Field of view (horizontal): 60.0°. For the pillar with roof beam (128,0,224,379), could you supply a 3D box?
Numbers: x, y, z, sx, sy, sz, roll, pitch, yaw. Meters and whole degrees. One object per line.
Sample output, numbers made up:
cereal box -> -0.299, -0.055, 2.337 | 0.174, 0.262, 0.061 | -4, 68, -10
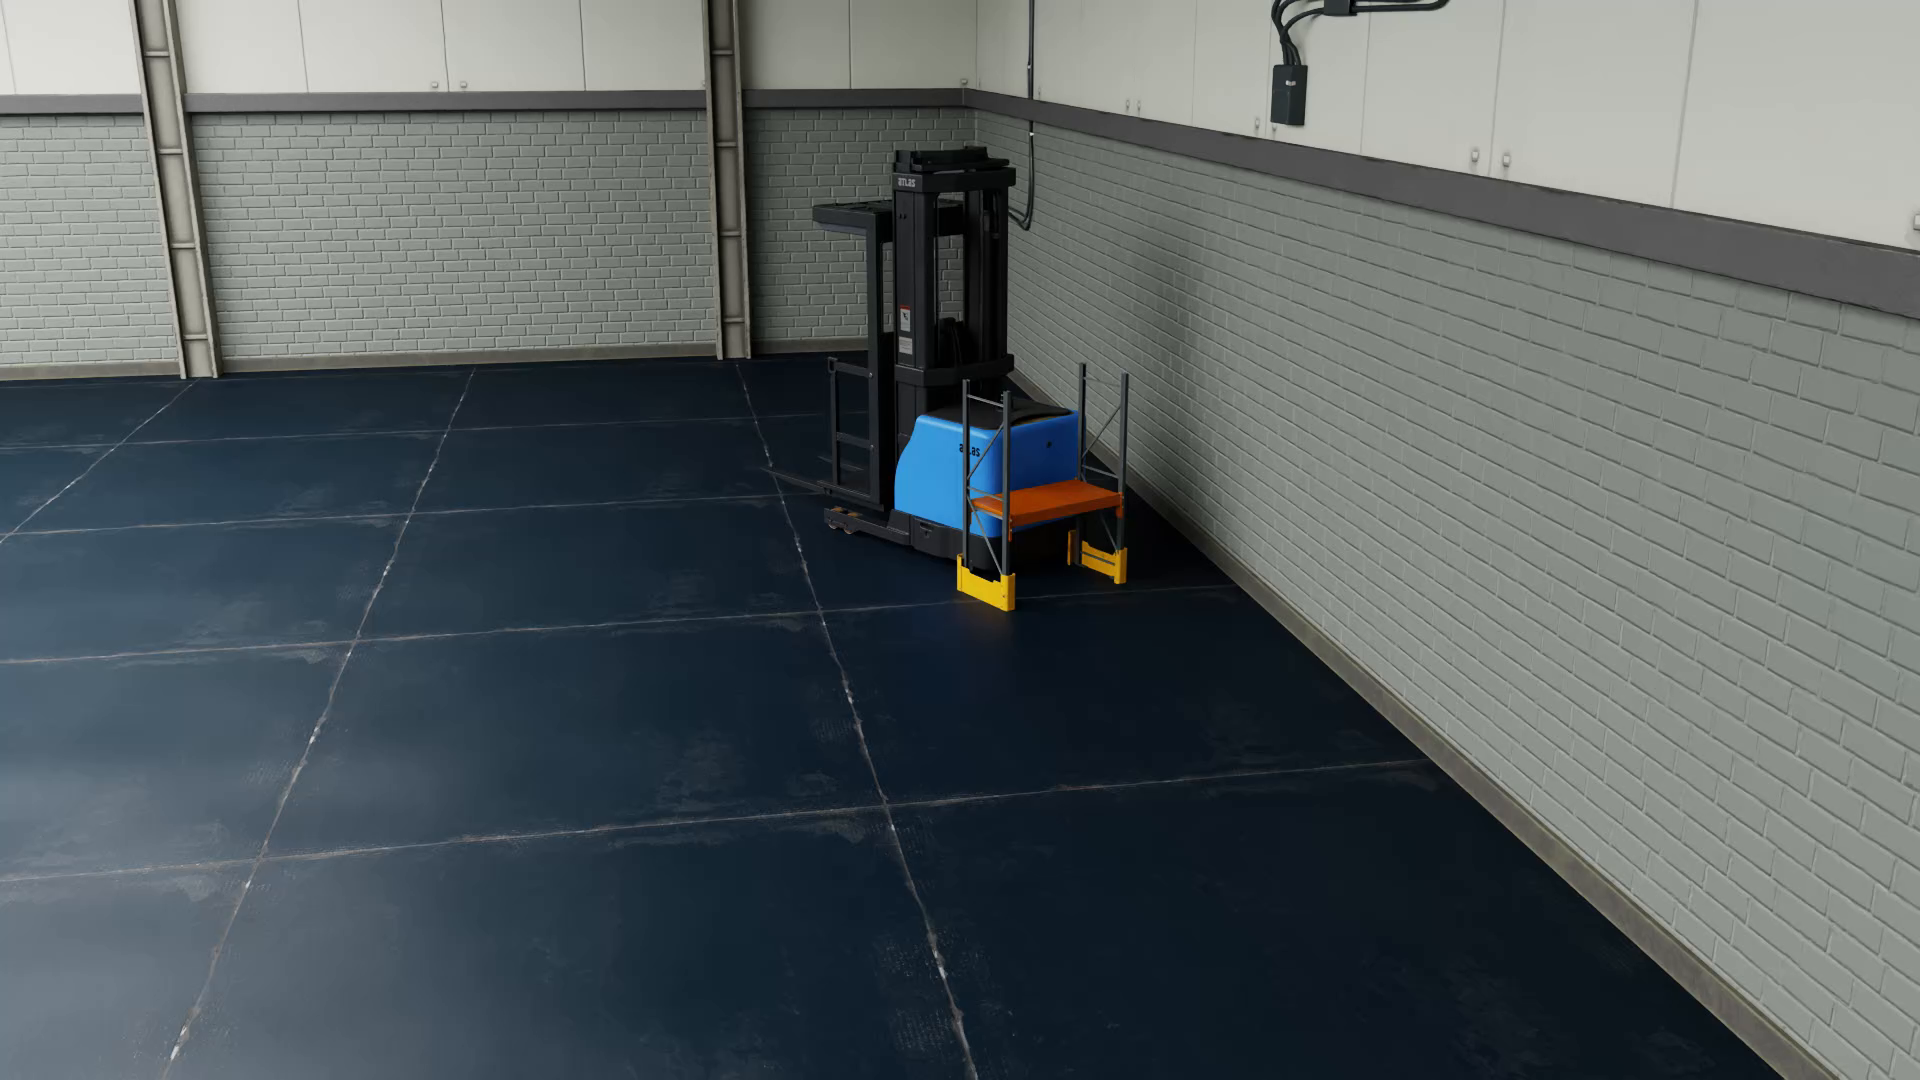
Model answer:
pillar with roof beam -> -7.790, -4.931, 13.539 | 0.400, 9.000, 9.100 | -3, 17, -10

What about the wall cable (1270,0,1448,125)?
wall cable -> 2.213, -5.177, 8.548 | 0.169, 6.003, 2.305 | -3, 17, -10

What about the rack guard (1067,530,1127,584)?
rack guard -> 0.987, 0.118, 12.003 | 0.087, 0.250, 0.587 | -12, 21, -34

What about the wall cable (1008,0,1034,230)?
wall cable -> 0.428, -4.805, 18.416 | 0.112, 2.526, 3.097 | -3, 17, -10

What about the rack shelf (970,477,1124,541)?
rack shelf -> 0.589, -0.224, 11.600 | 1.000, 0.185, 0.538 | -12, 21, -34

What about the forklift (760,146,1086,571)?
forklift -> -0.420, -1.536, 12.821 | 1.130, 2.935, 3.031 | -15, 23, -40

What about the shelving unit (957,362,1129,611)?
shelving unit -> 0.582, -0.395, 11.543 | 1.083, 1.500, 0.587 | -12, 21, -34

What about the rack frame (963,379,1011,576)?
rack frame -> 0.176, -0.309, 11.265 | 0.032, 1.500, 0.500 | -12, 21, -34

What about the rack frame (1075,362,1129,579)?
rack frame -> 1.003, -0.483, 11.830 | 0.032, 1.500, 0.500 | -12, 21, -34

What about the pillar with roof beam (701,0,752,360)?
pillar with roof beam -> -1.899, -5.265, 14.627 | 0.400, 9.000, 9.100 | -3, 17, -10

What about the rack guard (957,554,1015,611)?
rack guard -> 0.177, 0.288, 11.449 | 0.087, 0.250, 0.587 | -12, 21, -34
